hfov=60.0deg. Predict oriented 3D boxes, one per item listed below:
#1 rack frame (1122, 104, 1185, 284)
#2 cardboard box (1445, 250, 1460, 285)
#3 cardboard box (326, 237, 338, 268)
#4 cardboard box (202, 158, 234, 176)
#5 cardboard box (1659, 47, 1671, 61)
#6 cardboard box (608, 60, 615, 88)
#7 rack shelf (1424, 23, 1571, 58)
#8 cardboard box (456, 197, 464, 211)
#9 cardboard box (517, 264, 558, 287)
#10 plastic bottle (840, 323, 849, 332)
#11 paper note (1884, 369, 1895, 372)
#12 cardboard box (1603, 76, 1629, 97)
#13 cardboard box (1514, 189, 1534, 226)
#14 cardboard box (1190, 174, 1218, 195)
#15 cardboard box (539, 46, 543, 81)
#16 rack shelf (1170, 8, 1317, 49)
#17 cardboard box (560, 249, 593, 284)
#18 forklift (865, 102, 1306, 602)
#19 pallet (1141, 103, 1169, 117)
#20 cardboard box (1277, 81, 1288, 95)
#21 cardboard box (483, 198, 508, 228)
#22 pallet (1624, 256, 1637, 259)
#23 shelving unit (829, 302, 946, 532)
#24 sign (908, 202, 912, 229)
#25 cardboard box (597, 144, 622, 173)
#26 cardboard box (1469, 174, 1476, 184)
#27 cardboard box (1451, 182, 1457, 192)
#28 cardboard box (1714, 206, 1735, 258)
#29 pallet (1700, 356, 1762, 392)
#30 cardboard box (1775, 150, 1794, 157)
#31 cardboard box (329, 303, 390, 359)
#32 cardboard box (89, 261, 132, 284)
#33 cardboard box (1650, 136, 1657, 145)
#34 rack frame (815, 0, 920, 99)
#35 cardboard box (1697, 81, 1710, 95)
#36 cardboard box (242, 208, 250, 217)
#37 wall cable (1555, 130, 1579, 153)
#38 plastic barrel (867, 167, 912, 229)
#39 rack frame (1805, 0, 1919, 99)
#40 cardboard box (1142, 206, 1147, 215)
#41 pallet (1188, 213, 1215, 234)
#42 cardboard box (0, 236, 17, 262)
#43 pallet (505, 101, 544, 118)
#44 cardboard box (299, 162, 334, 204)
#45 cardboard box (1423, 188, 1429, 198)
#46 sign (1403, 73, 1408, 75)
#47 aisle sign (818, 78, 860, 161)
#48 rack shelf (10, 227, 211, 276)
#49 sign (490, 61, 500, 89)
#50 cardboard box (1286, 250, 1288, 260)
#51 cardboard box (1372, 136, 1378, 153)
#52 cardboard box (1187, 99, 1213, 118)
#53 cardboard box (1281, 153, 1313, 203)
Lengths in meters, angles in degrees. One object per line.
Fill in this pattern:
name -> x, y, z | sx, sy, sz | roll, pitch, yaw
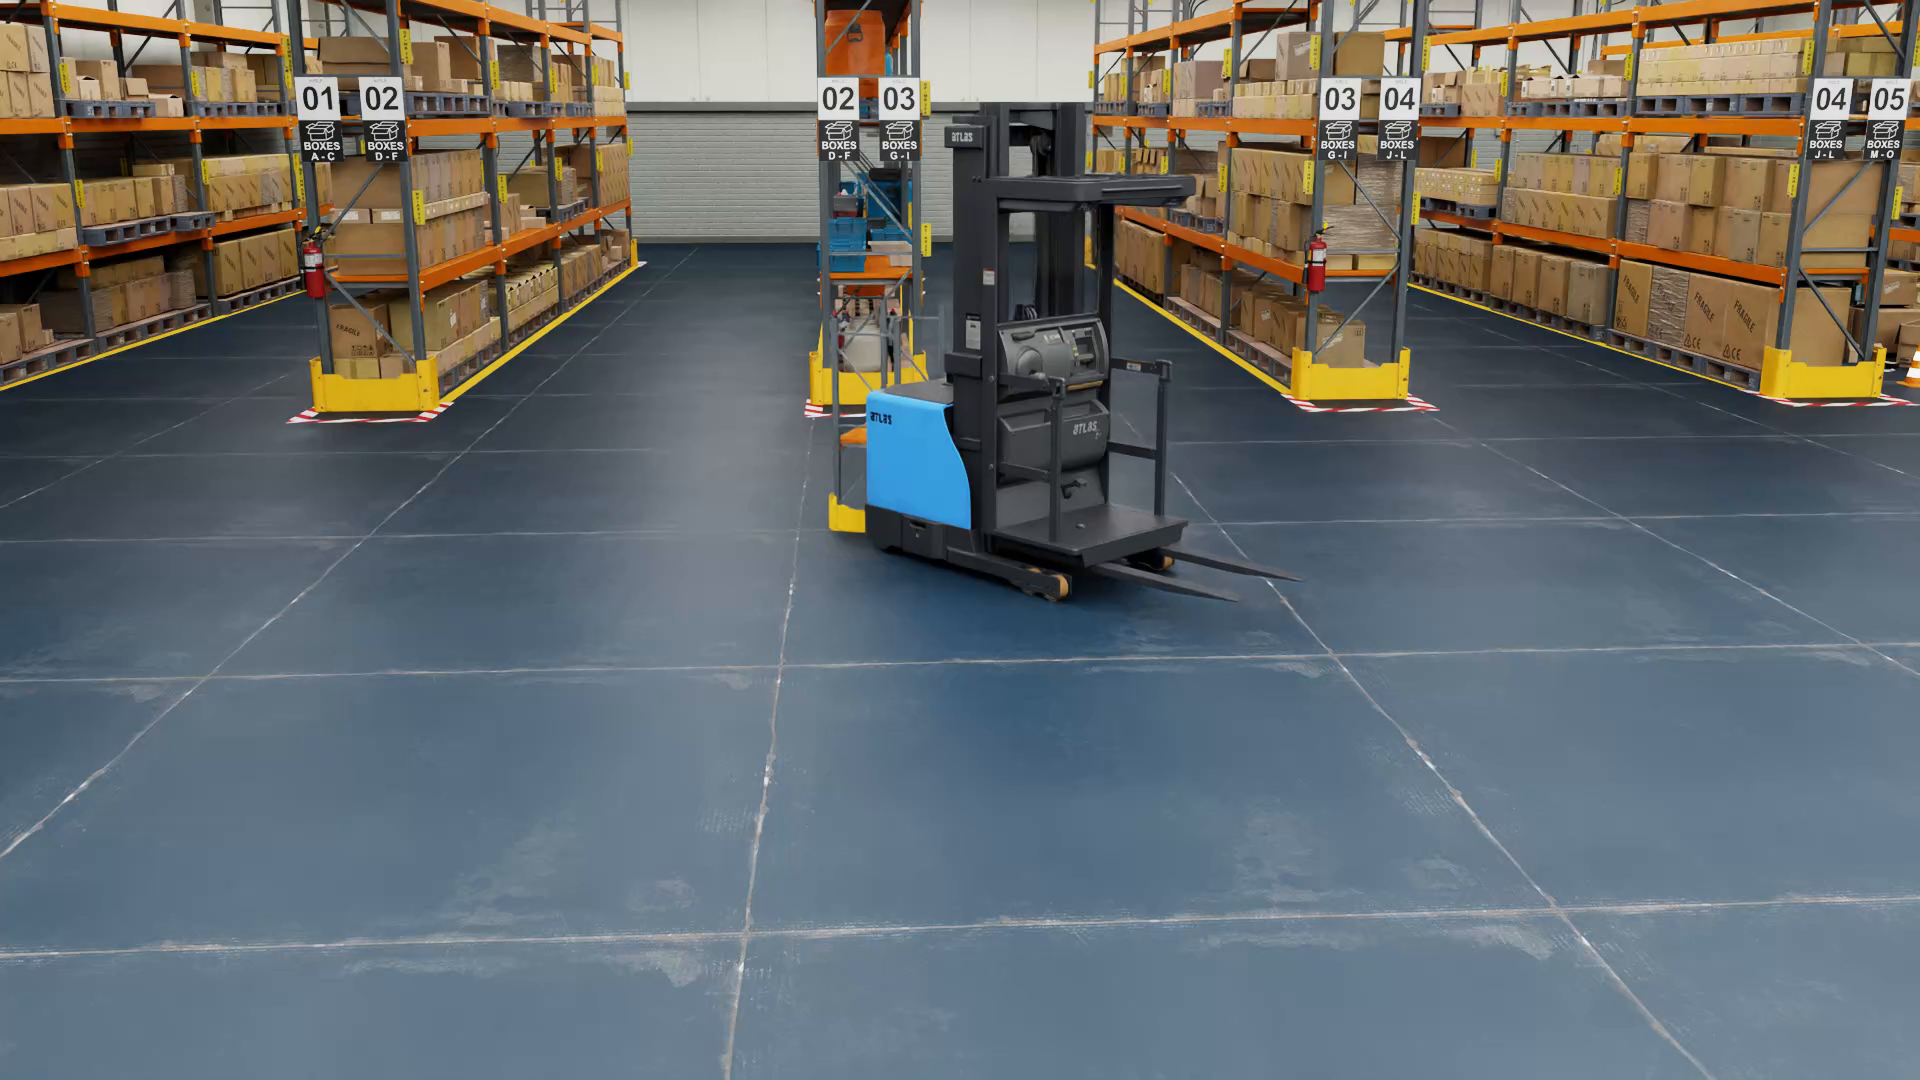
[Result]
rack frame -> 3.312, -5.913, 28.489 | 1.000, 3.000, 0.127 | -1, 14, -3
cardboard box -> 8.137, -4.383, 26.714 | 0.500, 0.500, 0.500 | -2, 15, -6
cardboard box -> -11.521, -5.117, 29.567 | 0.700, 0.500, 0.500 | -1, 14, -2
cardboard box -> -11.076, -5.505, 24.559 | 0.500, 0.250, 0.500 | -1, 14, -4
cardboard box -> 8.480, -5.722, 19.586 | 0.380, 0.149, 0.250 | -1, 14, -4
cardboard box -> -6.775, -8.614, 30.758 | 0.700, 0.500, 0.500 | -1, 14, -3
rack shelf -> 8.393, -7.831, 26.148 | 1.077, 0.370, 4.000 | -1, 14, -3
cardboard box -> -5.772, -3.754, 18.595 | 0.380, 0.149, 0.250 | 0, 14, -2
cardboard box -> -6.049, -3.783, 23.761 | 0.500, 0.311, 0.500 | -1, 14, -2
plastic bottle -> -1.316, -2.390, 19.378 | 0.152, 0.276, 0.135 | -1, 14, -3
paper note -> 10.612, -1.947, 19.037 | 0.144, 0.017, 0.142 | 4, 15, 16
cardboard box -> 8.561, -5.780, 21.209 | 0.500, 0.250, 0.500 | -1, 14, -3
cardboard box -> 8.309, -4.776, 23.869 | 0.500, 0.500, 0.500 | -1, 14, -4
cardboard box -> 3.633, -5.037, 24.038 | 0.500, 0.500, 0.500 | -3, 15, -10
cardboard box -> -6.380, -6.987, 24.436 | 0.500, 0.500, 0.500 | -1, 14, -3
rack shelf -> 3.684, -6.784, 22.081 | 1.077, 0.370, 4.000 | -1, 14, -3
cardboard box -> -6.206, -4.398, 26.732 | 0.500, 0.500, 0.500 | -1, 14, -3
forklift -> 0.741, -1.192, 10.278 | 1.130, 2.935, 3.031 | -14, 20, -42
pallet -> 3.395, -6.717, 25.972 | 1.003, 0.211, 1.213 | 0, 14, -1
cardboard box -> 3.654, -4.890, 17.993 | 0.380, 0.149, 0.250 | -2, 15, -6
cardboard box -> -6.144, -4.142, 21.405 | 0.500, 0.500, 0.500 | 0, 14, 1
pallet -> 13.155, -5.210, 31.353 | 1.003, 0.211, 1.213 | -1, 14, -3
shelving unit -> -0.496, -0.908, 12.044 | 0.587, 1.500, 1.083 | 4, 15, 16
sign -> -0.586, -3.987, 20.447 | 0.100, 0.325, 0.005 | -1, 14, -3
cardboard box -> -6.452, -6.928, 30.225 | 0.500, 0.500, 0.500 | 0, 14, -2
cardboard box -> 8.015, -5.517, 25.416 | 0.380, 0.149, 0.250 | -1, 14, -4
cardboard box -> 7.966, -5.567, 26.209 | 0.380, 0.149, 0.250 | -1, 14, -4
cardboard box -> 8.979, -3.422, 18.506 | 0.875, 0.550, 0.550 | -1, 14, -3
pallet -> 8.885, -1.827, 18.205 | 1.003, 0.211, 1.213 | -1, 14, -3
cardboard box -> 13.118, -5.856, 26.060 | 0.500, 0.500, 0.500 | -1, 14, -2
cardboard box -> -6.162, -2.141, 16.996 | 0.500, 0.500, 0.500 | -1, 14, -3
cardboard box -> -11.153, -3.481, 21.666 | 0.500, 0.250, 0.500 | -1, 14, -5
cardboard box -> 12.850, -7.304, 30.384 | 0.380, 0.149, 0.250 | -1, 14, -5
rack frame -> -0.888, -5.758, 15.845 | 1.000, 3.000, 0.127 | -1, 14, -3
cardboard box -> 8.542, -5.084, 18.706 | 0.380, 0.149, 0.250 | -1, 14, -3
cardboard box -> -11.167, -5.044, 25.574 | 0.380, 0.149, 0.250 | -1, 14, -3
wall cable -> 13.997, -8.980, 38.369 | 0.588, 1.984, 0.122 | -1, 14, -3
plastic barrel -> -0.857, -4.191, 20.788 | 0.600, 0.901, 0.708 | -1, 14, -3
rack frame -> 9.012, -5.886, 16.342 | 1.000, 3.000, 0.127 | -1, 14, -3
cardboard box -> 3.191, -5.465, 26.548 | 0.500, 0.500, 0.500 | -1, 14, -2
pallet -> 3.723, -4.334, 22.735 | 1.003, 0.211, 1.213 | -1, 14, -3
cardboard box -> -10.590, -3.144, 17.988 | 0.500, 0.250, 0.500 | -1, 14, -3
pallet -> -6.124, -5.682, 21.950 | 1.003, 0.211, 1.213 | 0, 14, -1
cardboard box -> -11.631, -6.327, 29.494 | 0.980, 0.700, 0.700 | -2, 15, -6
cardboard box -> 7.883, -5.748, 27.507 | 0.380, 0.149, 0.250 | -1, 14, -3
sign -> 8.576, -8.845, 32.085 | 0.100, 0.325, 0.005 | -1, 14, -3
aisle sign -> -1.180, -4.089, 16.181 | 0.394, 0.787, 0.004 | -1, 14, -3
rack shelf -> -11.148, -3.843, 21.887 | 1.077, 0.370, 4.000 | -1, 14, -3
sign -> -5.526, -5.522, 19.752 | 0.100, 0.325, 0.005 | -1, 14, -3
cardboard box -> 3.776, -3.124, 18.151 | 0.380, 0.149, 0.250 | -1, 14, -3
cardboard box -> 7.866, -7.139, 30.447 | 0.500, 0.500, 0.500 | -1, 14, -5
cardboard box -> 3.408, -5.922, 22.805 | 0.500, 0.250, 0.500 | -1, 14, -2
cardboard box -> 3.738, -3.863, 17.715 | 0.500, 0.500, 0.500 | -1, 14, -3
